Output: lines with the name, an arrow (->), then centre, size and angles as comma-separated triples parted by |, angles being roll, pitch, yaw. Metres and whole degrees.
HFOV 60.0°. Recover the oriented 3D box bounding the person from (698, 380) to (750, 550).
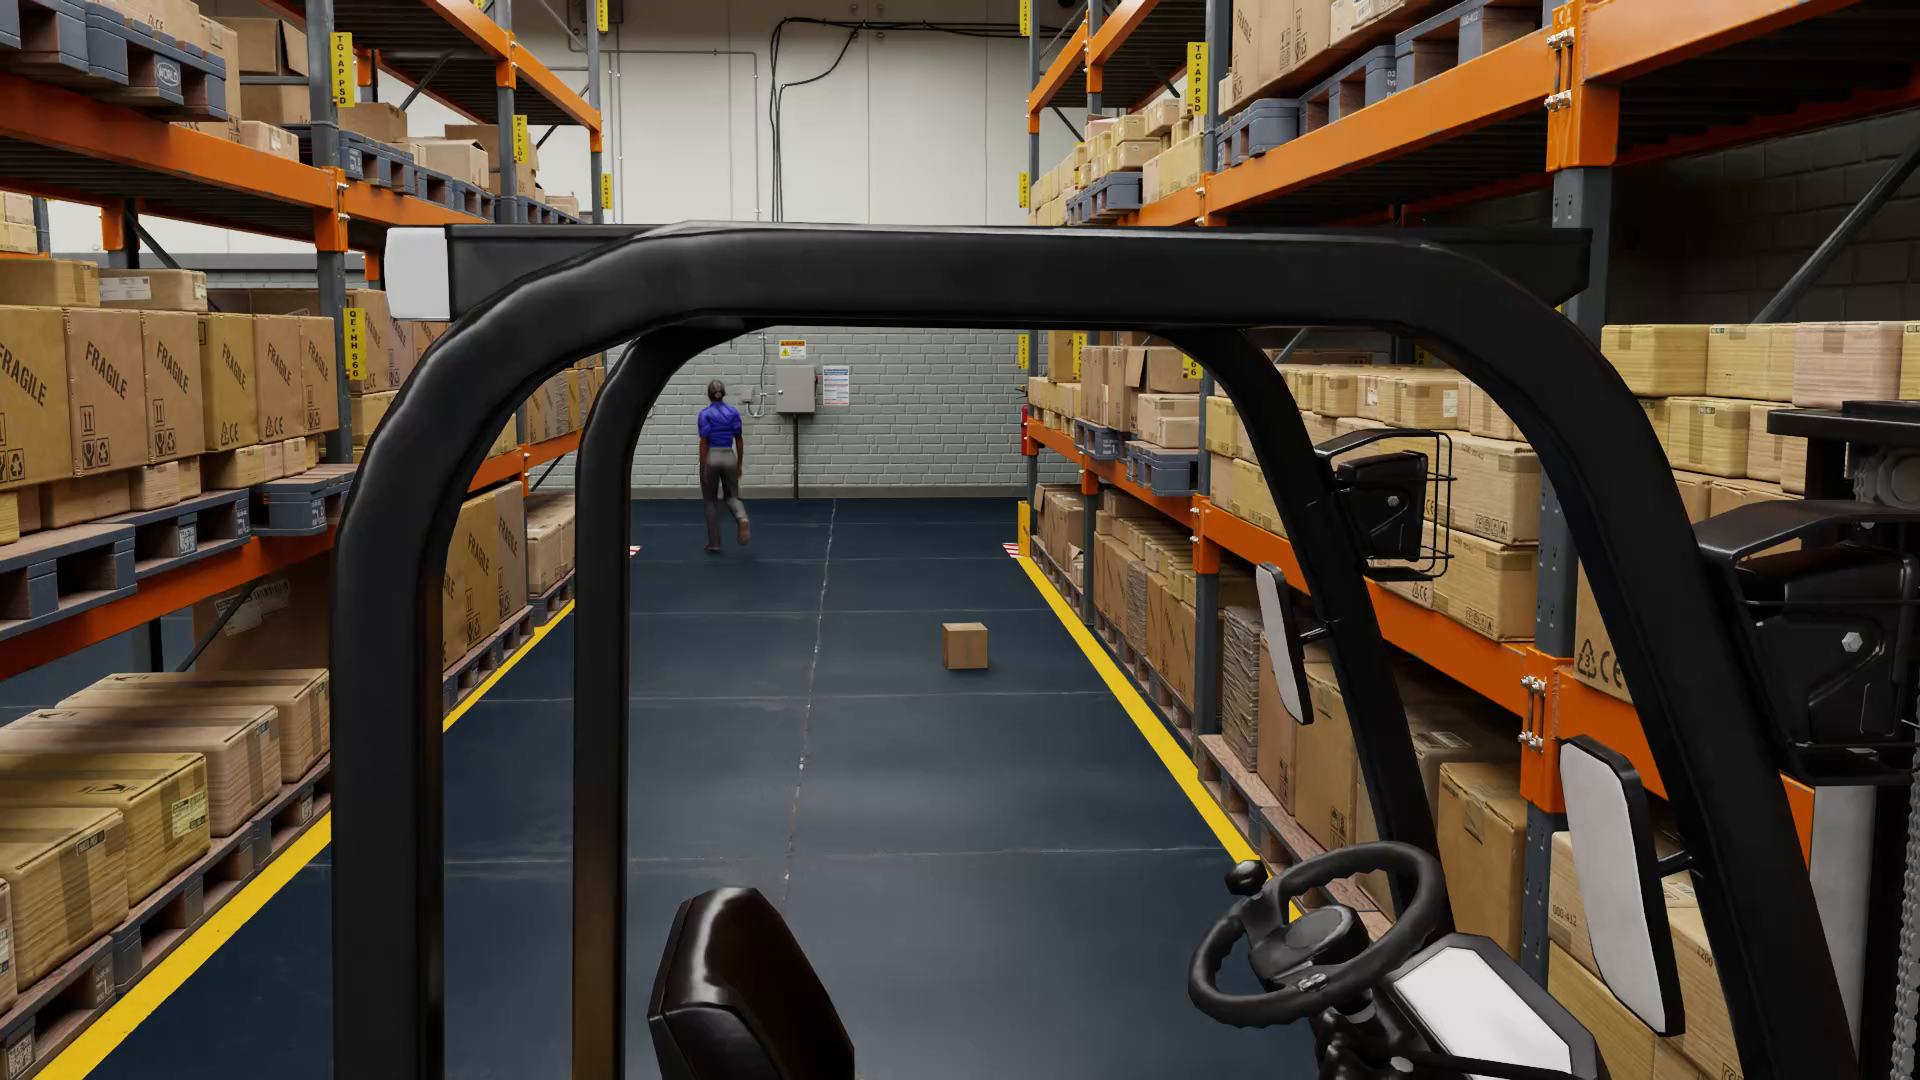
person -> -2.263, -0.703, 15.894 | 0.456, 1.644, 0.646 | -3, 8, -26
